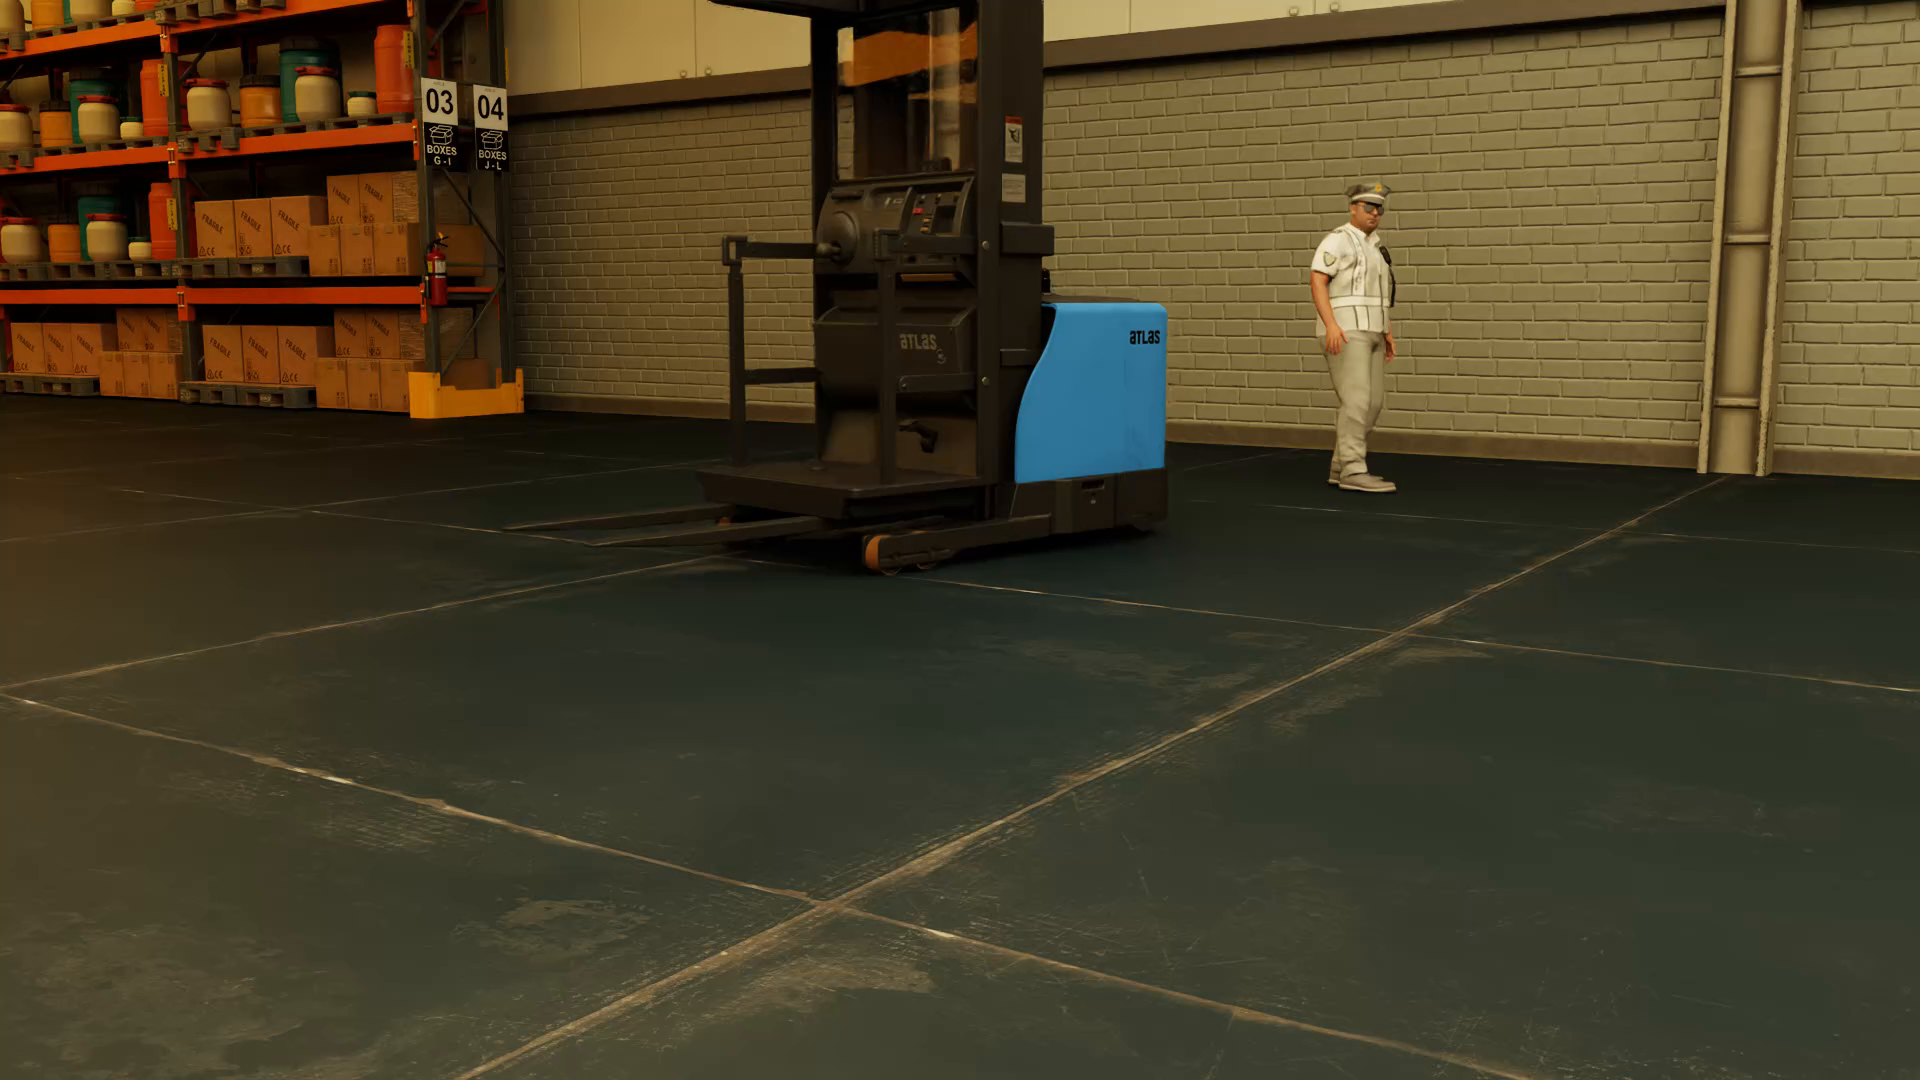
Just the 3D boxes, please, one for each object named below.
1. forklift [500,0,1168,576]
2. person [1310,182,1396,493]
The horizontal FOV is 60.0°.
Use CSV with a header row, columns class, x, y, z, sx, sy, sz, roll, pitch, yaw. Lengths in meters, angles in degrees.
class,x,y,z,sx,sy,sz,roll,pitch,yaw
forklift,-0.438,-1.391,6.977,3.031,2.935,1.130,-8,11,-43
person,2.357,-1.175,9.620,0.541,1.759,0.720,6,10,36
